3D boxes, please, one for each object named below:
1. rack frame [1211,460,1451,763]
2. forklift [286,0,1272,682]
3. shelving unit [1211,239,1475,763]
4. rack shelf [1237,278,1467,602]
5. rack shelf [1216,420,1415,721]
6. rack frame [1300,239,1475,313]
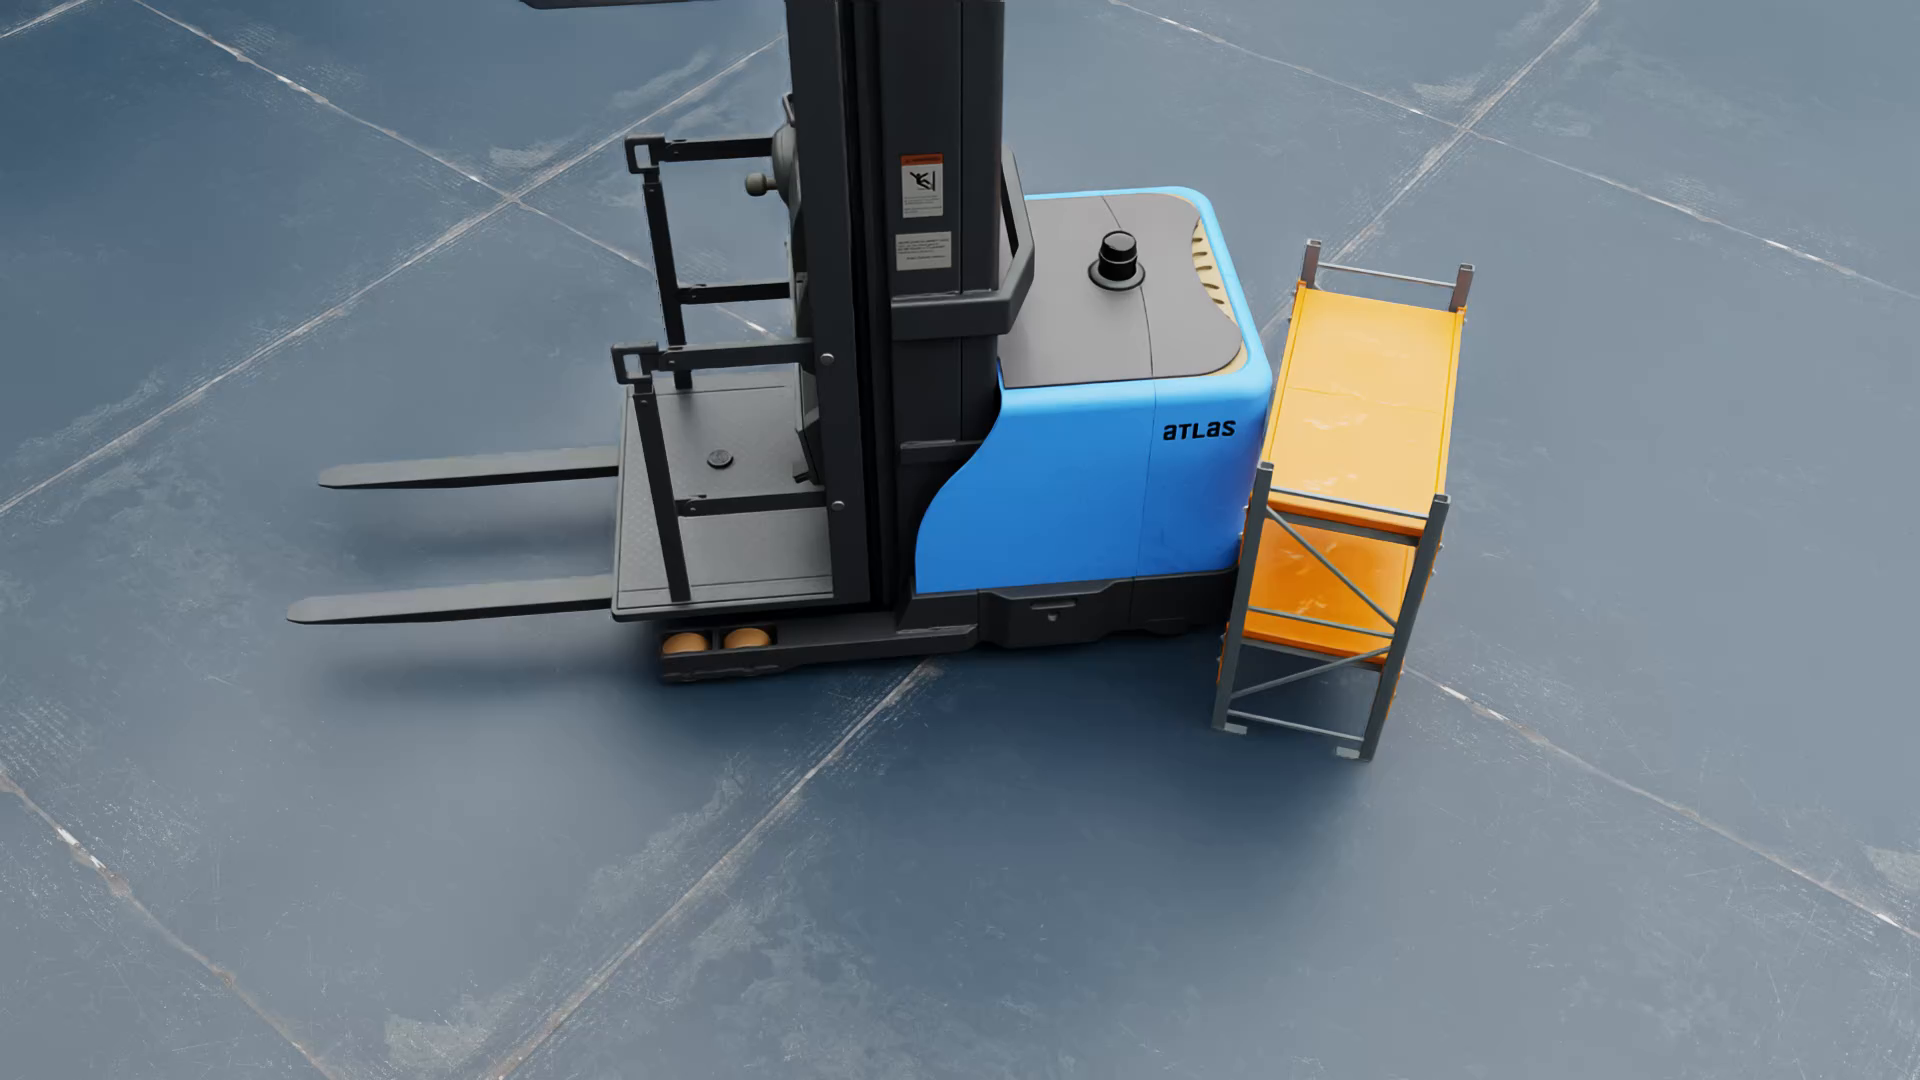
[{"bbox_3d":[1.027,0.236,4.747,0.500,1.125,0.032,11,47,11],"label":"rack frame"},{"bbox_3d":[-0.641,-0.964,4.644,3.031,2.935,1.130,-4,46,-4],"label":"forklift"},{"bbox_3d":[1.163,-0.118,5.085,0.538,1.125,1.048,11,47,11],"label":"shelving unit"},{"bbox_3d":[1.163,-0.320,4.873,0.538,0.278,1.000,11,47,11],"label":"rack shelf"},{"bbox_3d":[1.163,0.051,5.262,0.538,0.278,1.000,11,47,11],"label":"rack shelf"},{"bbox_3d":[1.299,-0.472,5.423,0.500,1.125,0.032,11,47,11],"label":"rack frame"}]
